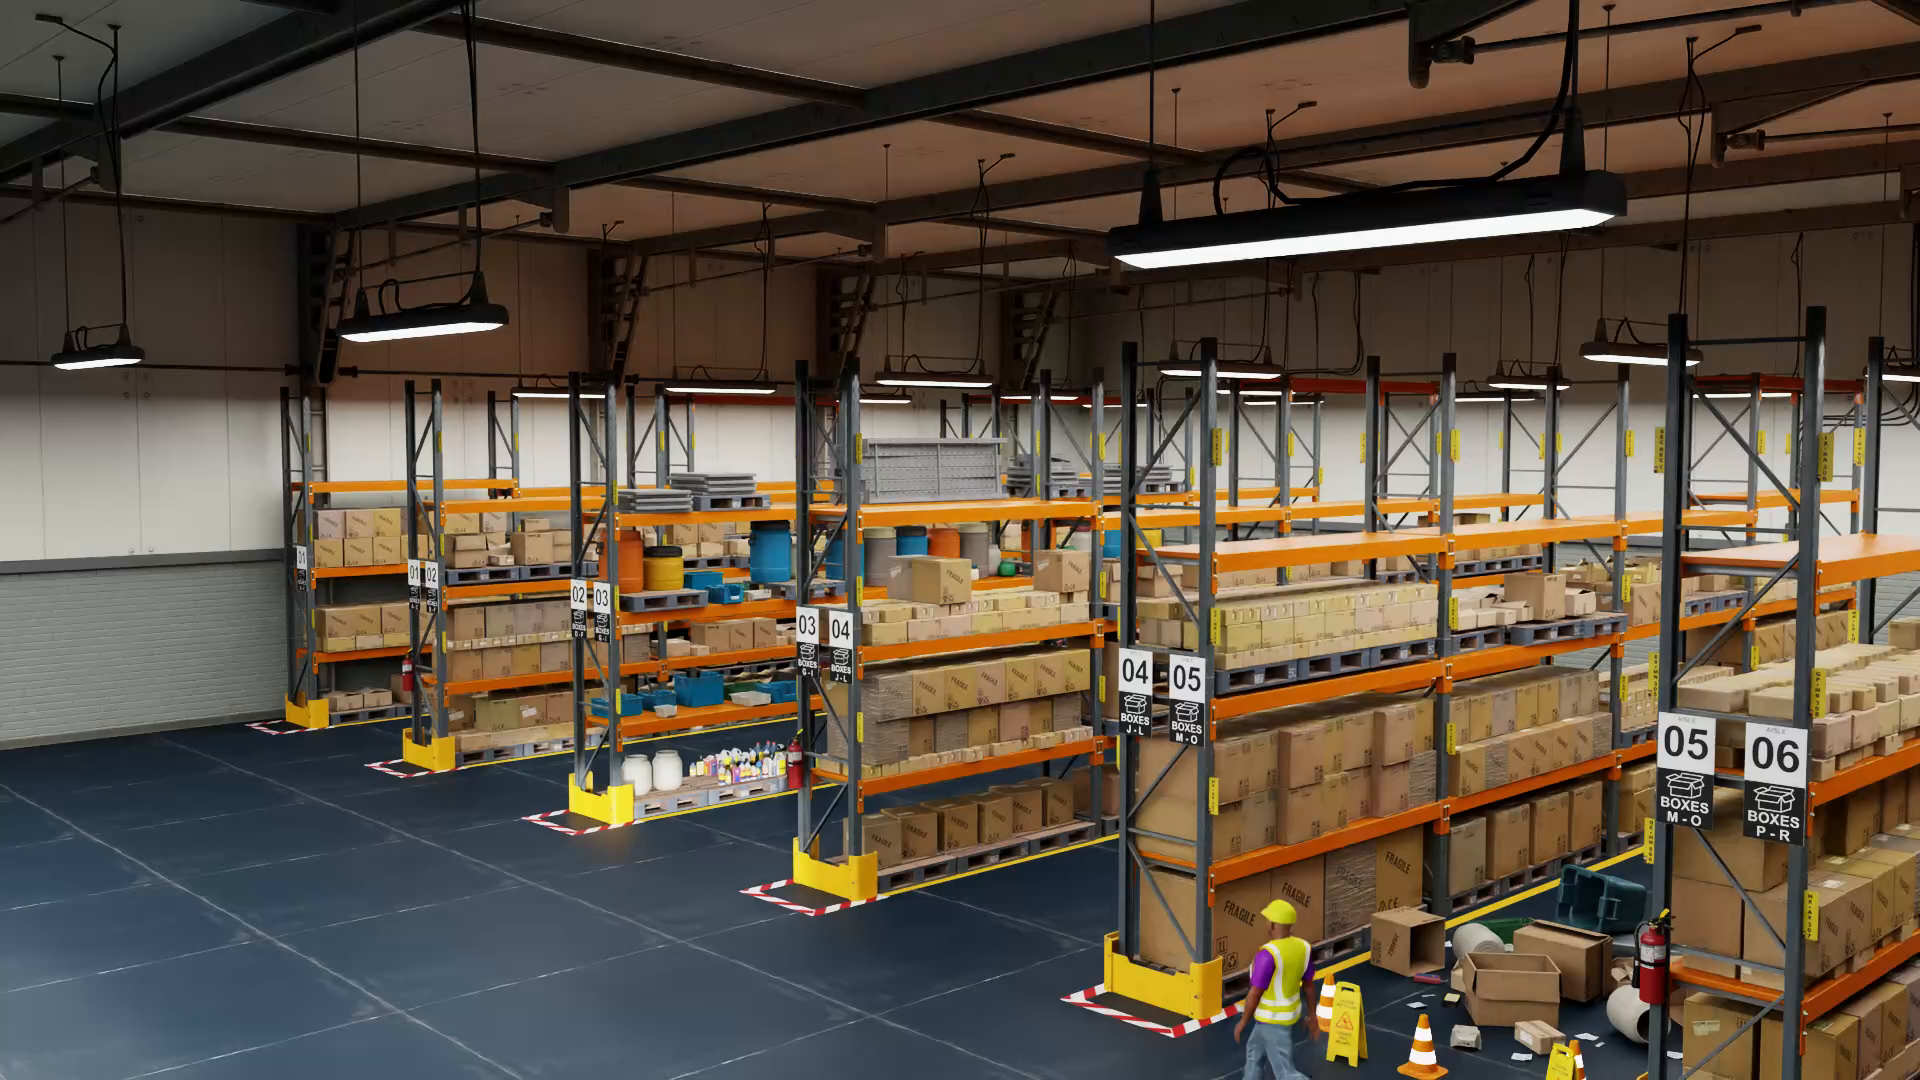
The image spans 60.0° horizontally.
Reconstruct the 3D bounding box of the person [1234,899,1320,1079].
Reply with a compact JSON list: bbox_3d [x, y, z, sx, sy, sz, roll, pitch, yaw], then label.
[{"bbox_3d":[2.326,3.518,12.244,1.029,1.738,0.513,2,4,25],"label":"person"}]
